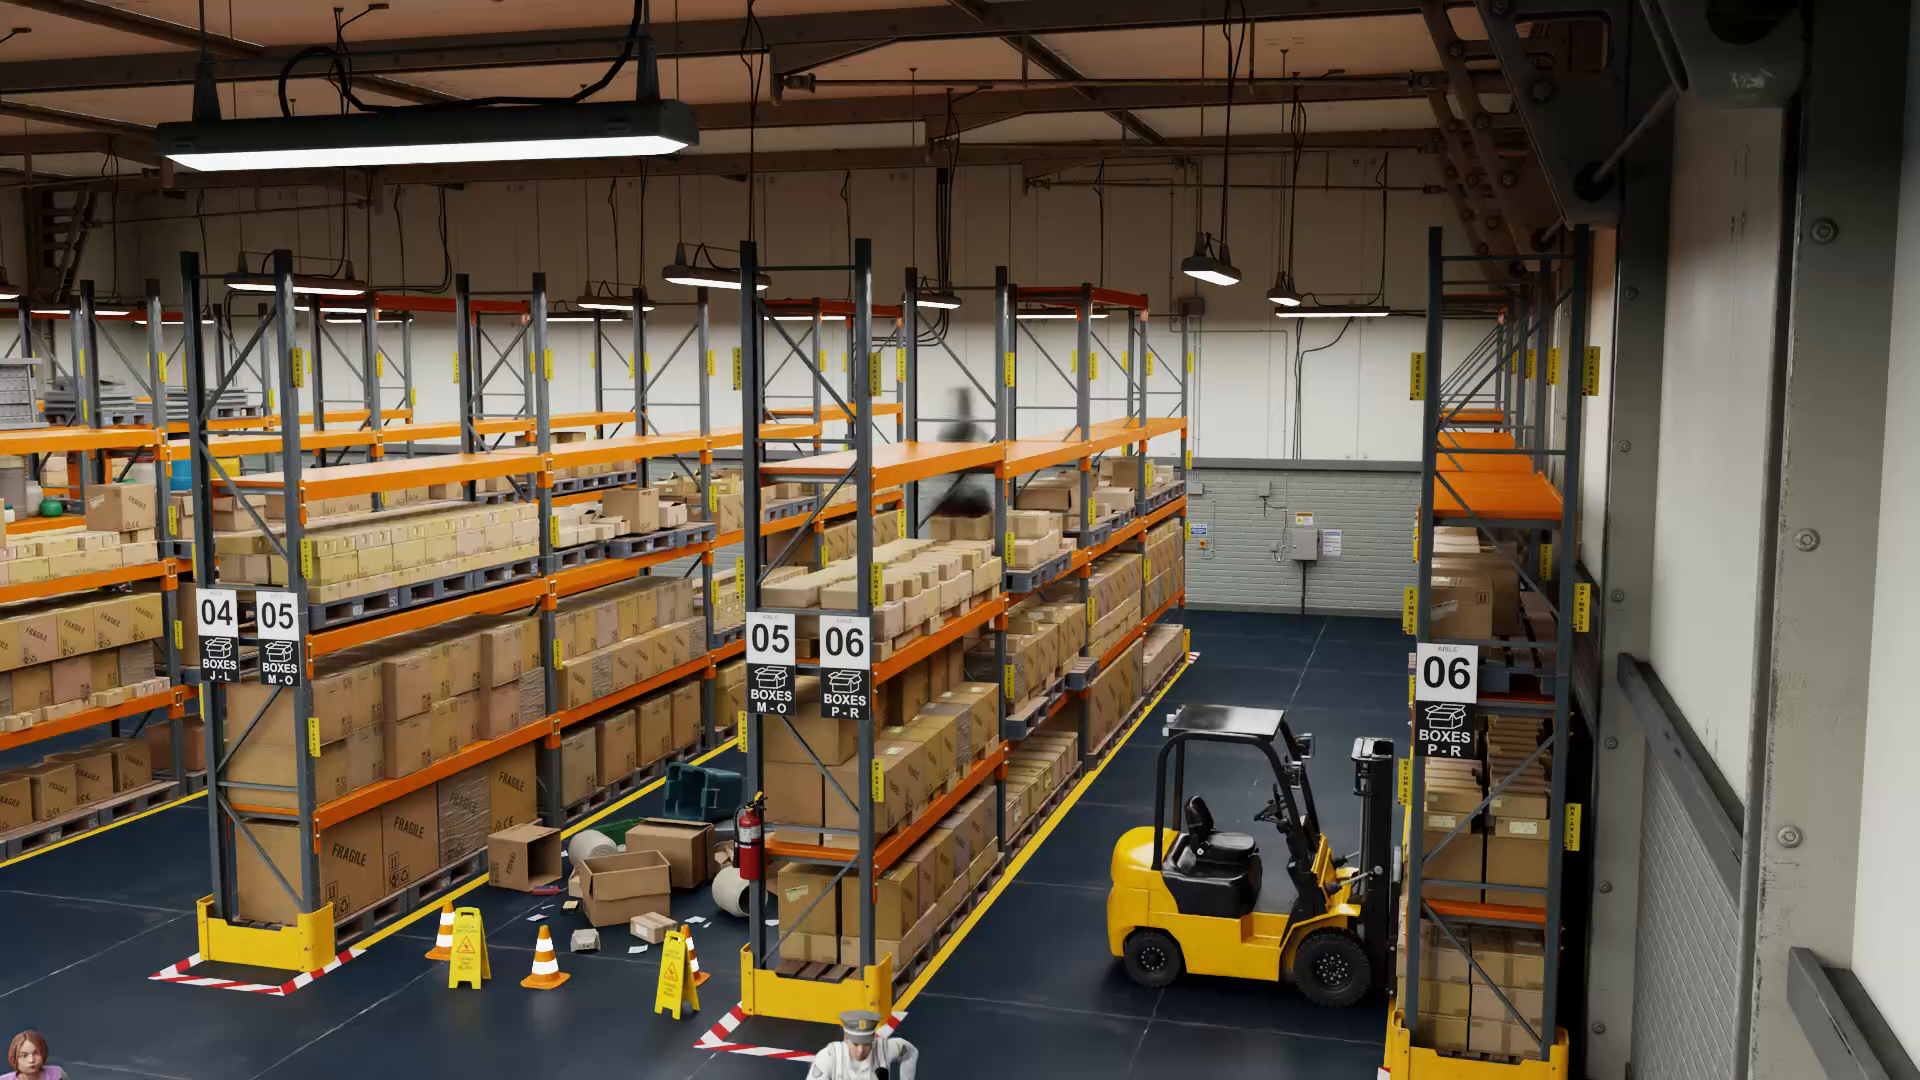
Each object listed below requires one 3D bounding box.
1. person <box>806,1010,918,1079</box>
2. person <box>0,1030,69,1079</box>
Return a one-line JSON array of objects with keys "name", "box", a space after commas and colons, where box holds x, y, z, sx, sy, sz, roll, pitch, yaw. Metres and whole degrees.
[{"name": "person", "box": [-0.570, 3.340, 9.501, 0.655, 1.629, 0.980, -1, 6, -9]}, {"name": "person", "box": [-4.992, 3.398, 8.945, 0.516, 1.554, 0.529, -5, 8, -40]}]
